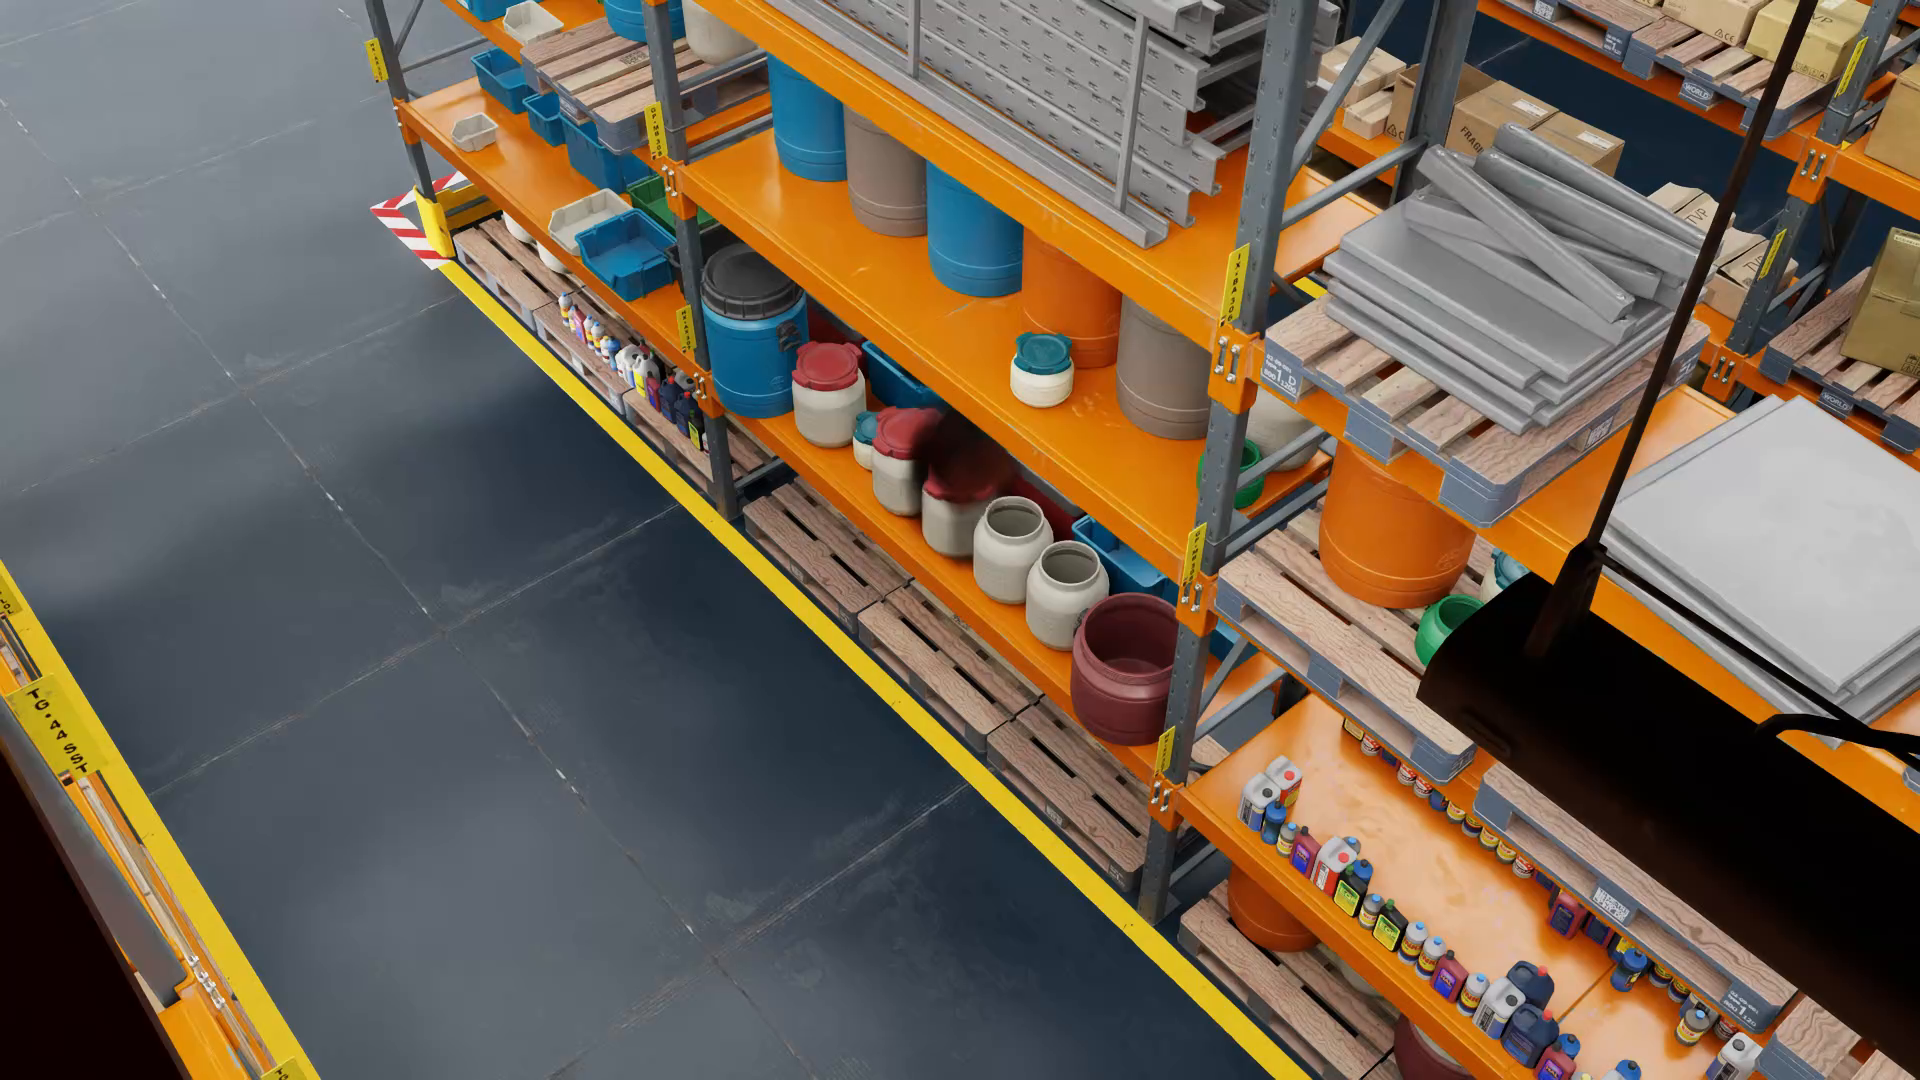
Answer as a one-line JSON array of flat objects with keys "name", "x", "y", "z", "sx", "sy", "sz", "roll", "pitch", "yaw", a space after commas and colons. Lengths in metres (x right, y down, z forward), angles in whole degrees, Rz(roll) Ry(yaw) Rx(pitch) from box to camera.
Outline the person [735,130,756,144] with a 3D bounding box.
[{"name": "person", "x": -1.757, "y": -3.462, "z": 13.118, "sx": 0.359, "sy": 1.688, "sz": 0.516, "roll": -24, "pitch": 51, "yaw": -21}]
